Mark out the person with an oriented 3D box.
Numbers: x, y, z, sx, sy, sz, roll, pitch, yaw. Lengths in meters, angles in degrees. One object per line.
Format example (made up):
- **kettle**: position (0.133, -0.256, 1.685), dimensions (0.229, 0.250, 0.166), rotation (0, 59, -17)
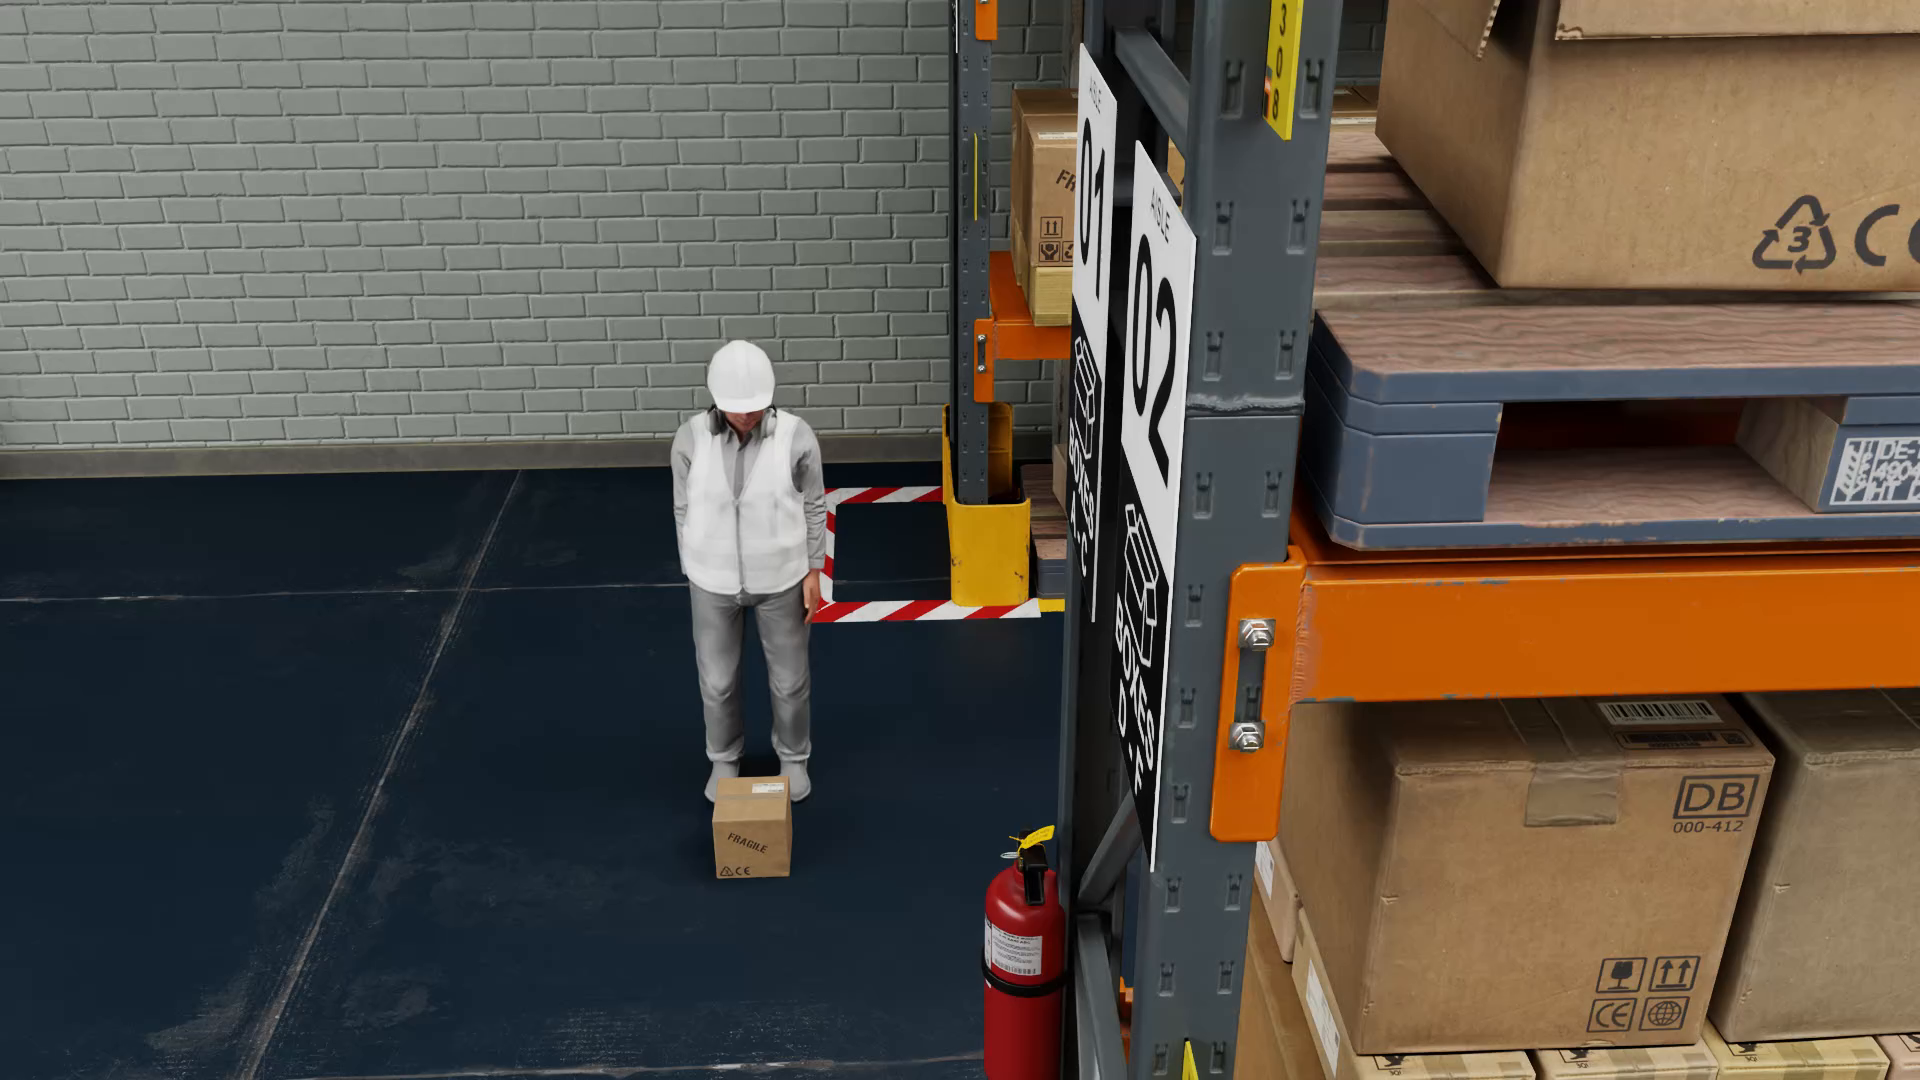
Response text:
- **person**: position (-0.725, 0.123, 5.869), dimensions (0.535, 1.762, 0.363), rotation (-1, 27, -2)
